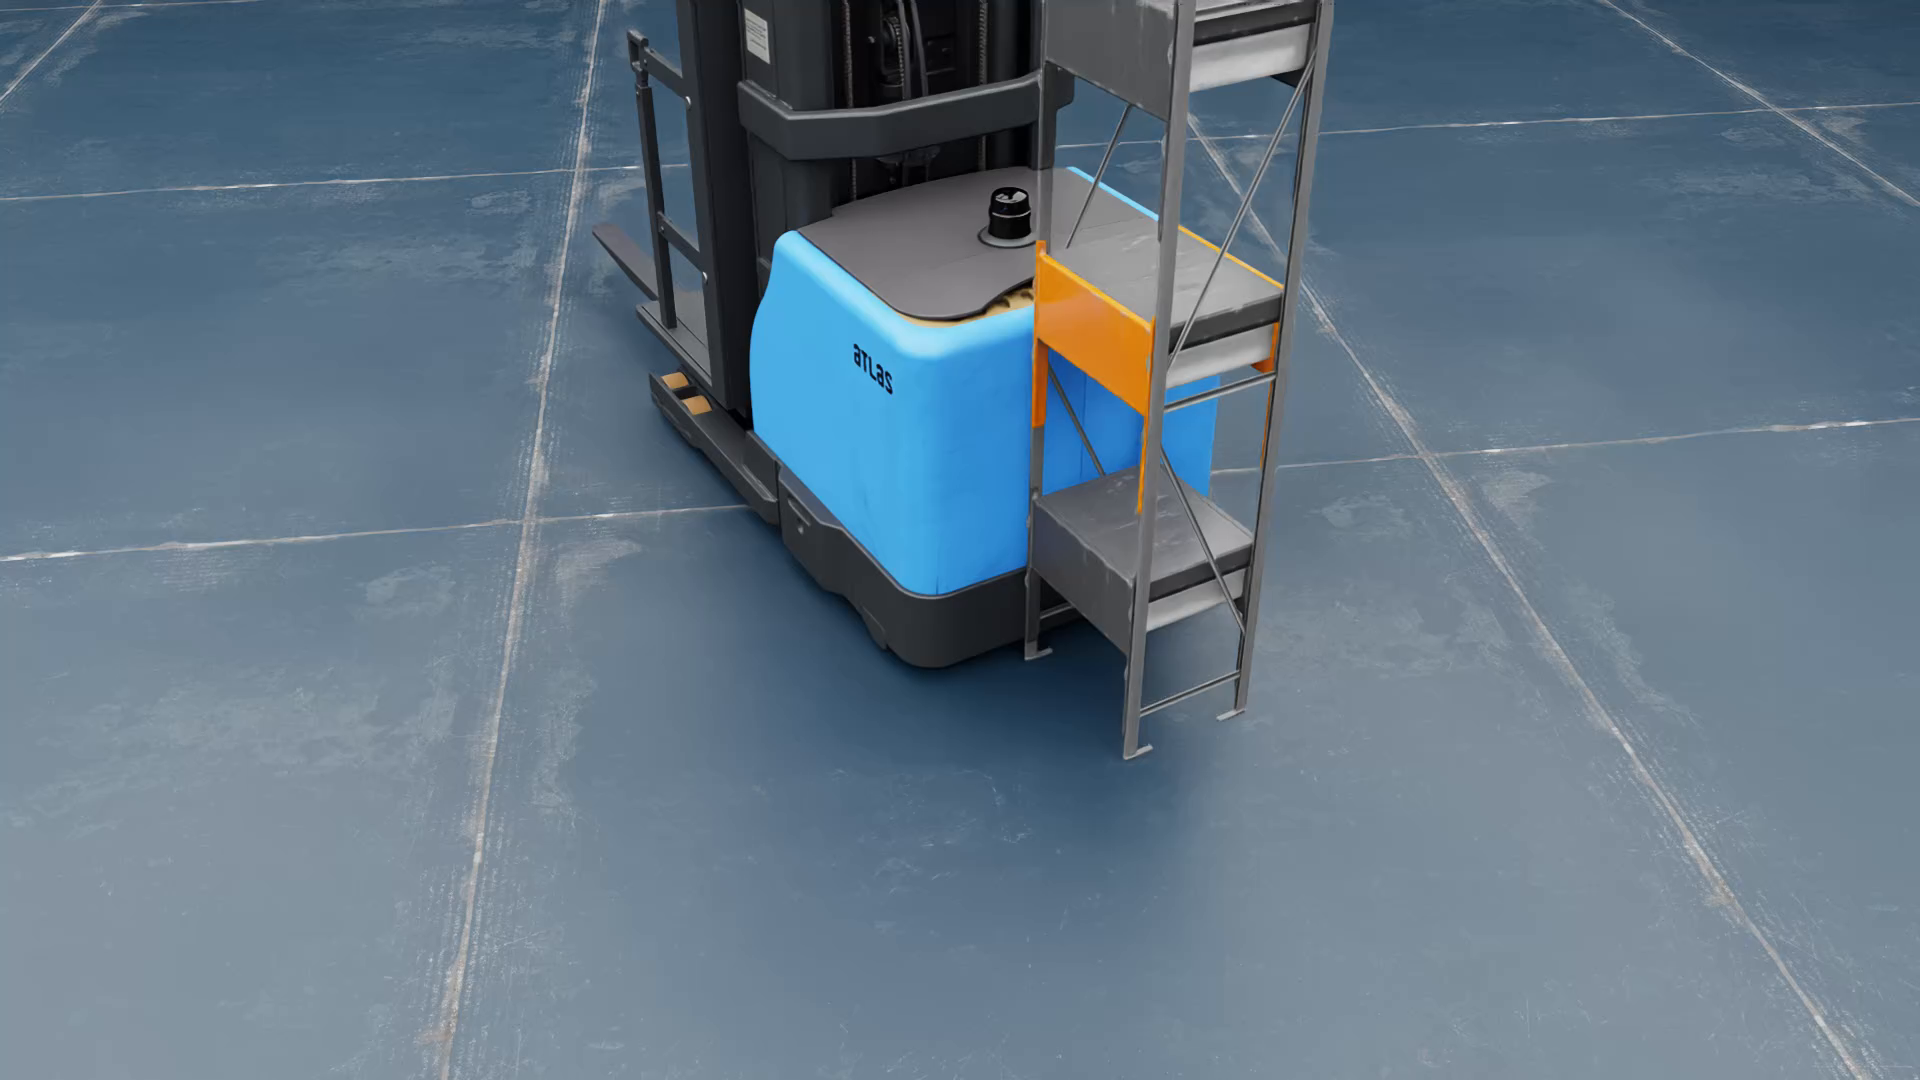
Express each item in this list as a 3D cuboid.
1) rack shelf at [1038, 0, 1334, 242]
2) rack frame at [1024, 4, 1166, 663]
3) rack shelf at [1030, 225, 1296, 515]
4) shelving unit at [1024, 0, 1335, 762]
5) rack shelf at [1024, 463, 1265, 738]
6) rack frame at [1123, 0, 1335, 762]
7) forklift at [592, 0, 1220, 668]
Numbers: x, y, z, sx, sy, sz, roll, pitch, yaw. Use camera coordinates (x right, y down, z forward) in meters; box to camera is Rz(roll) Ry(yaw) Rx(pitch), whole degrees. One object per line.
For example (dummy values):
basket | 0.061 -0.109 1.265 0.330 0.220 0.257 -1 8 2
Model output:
rack shelf | 0.483 -1.027 3.674 0.431 0.518 0.480 -18 38 -25
rack frame | 0.359 -0.579 4.234 0.400 2.100 0.015 -18 38 -25
rack shelf | 0.483 -0.449 4.068 0.431 0.518 0.480 -18 38 -25
shelving unit | 0.483 -0.460 4.061 0.431 2.100 0.503 -18 38 -25
rack shelf | 0.483 0.130 4.463 0.431 0.518 0.480 -18 38 -25
rack frame | 0.606 -0.342 3.887 0.400 2.100 0.015 -18 38 -25
forklift | -0.433 -1.659 5.082 1.130 2.935 3.031 -18 38 -25
